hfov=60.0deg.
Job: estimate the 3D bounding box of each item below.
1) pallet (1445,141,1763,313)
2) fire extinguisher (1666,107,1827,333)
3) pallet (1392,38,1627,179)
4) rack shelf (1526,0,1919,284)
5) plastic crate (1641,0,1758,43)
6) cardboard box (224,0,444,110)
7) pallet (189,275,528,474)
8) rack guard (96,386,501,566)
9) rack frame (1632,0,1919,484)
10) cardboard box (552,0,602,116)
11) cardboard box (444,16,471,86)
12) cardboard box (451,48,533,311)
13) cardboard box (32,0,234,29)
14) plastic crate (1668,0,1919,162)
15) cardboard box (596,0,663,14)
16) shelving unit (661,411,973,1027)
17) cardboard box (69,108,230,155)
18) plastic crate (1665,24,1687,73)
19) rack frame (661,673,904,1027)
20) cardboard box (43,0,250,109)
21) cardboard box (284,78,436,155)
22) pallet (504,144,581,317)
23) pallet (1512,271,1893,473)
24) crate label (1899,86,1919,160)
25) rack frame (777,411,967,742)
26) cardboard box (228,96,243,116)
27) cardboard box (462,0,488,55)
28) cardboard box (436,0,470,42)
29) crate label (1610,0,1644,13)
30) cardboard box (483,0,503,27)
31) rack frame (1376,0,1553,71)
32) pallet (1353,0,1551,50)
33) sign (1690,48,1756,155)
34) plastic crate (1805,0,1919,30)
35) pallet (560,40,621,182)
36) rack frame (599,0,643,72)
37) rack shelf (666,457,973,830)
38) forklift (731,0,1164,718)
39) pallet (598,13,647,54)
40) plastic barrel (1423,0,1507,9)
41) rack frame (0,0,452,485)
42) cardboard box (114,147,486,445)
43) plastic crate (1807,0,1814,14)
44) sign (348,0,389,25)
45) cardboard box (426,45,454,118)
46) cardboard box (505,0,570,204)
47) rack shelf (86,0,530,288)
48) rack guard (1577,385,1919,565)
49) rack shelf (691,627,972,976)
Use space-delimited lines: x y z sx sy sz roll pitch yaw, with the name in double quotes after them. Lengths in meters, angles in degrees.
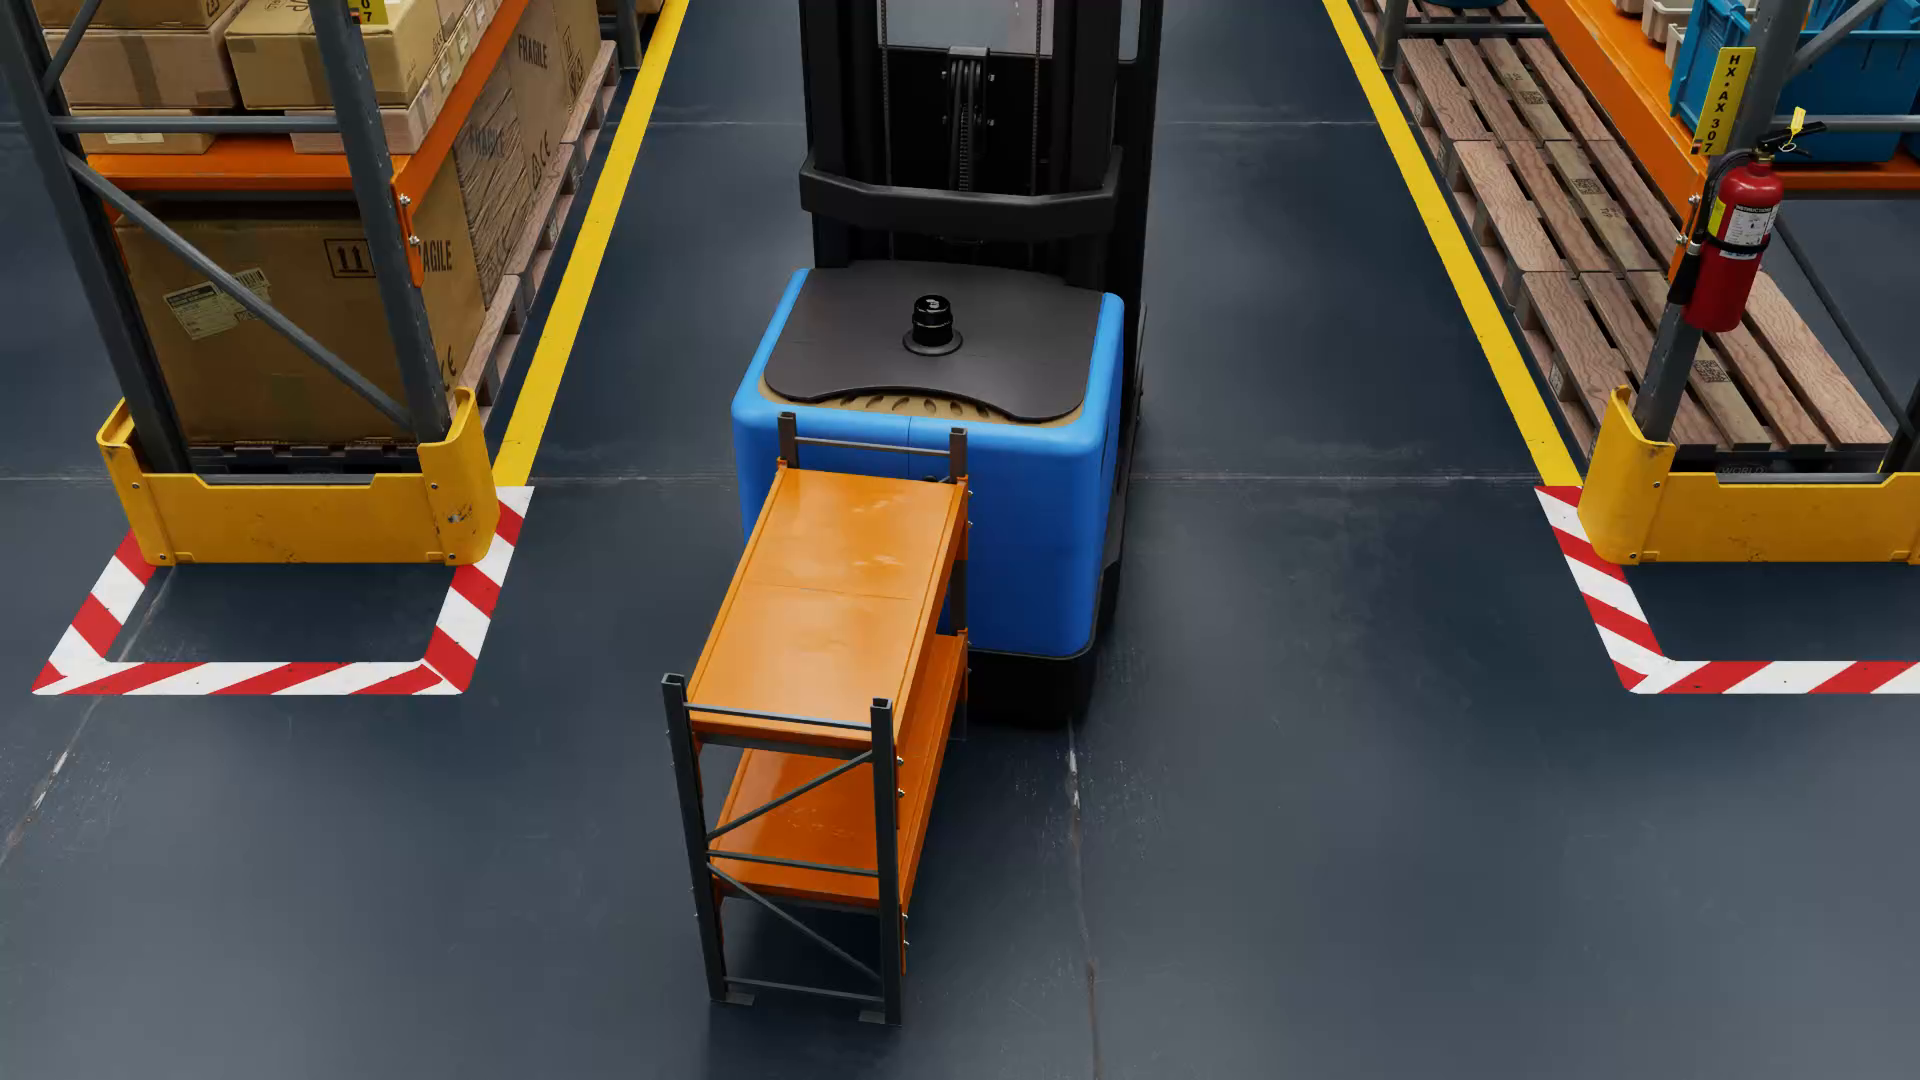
2.788 -1.398 7.326 1.003 0.211 1.213 0 39 0 "pallet"
2.295 -0.939 4.883 0.296 0.674 0.183 0 39 0 "fire extinguisher"
2.784 -2.163 8.280 1.003 0.211 1.213 0 39 0 "pallet"
2.746 -2.179 6.646 1.077 0.370 4.000 0 39 0 "rack shelf"
2.581 -1.821 5.786 0.396 0.136 0.243 0 39 0 "plastic crate"
-1.935 -1.564 5.185 0.500 0.250 0.500 -1 39 -1 "cardboard box"
-2.283 -0.618 6.352 1.003 0.211 1.213 0 39 0 "pallet"
-2.204 -0.215 5.619 1.175 0.500 0.348 0 39 0 "rack guard"
2.749 -1.209 4.860 1.000 3.000 0.127 0 39 0 "rack frame"
-2.288 -2.629 7.995 0.875 0.875 0.875 0 39 0 "cardboard box"
-1.877 -1.650 5.612 0.380 0.149 0.250 -1 39 -1 "cardboard box"
-2.286 -1.510 6.598 0.875 0.875 0.875 0 39 0 "cardboard box"
-2.468 -1.860 4.955 0.500 0.500 0.500 0 39 1 "cardboard box"
2.562 -1.456 5.092 0.616 0.435 0.499 0 39 0 "plastic crate"
-2.229 -3.442 9.010 1.225 0.875 0.875 0 39 0 "cardboard box"
-0.311 0.447 4.293 0.538 1.125 1.048 6 39 7 "shelving unit"
-2.534 -1.330 5.212 0.380 0.149 0.250 1 39 1 "cardboard box"
2.567 -1.640 5.560 0.396 0.136 0.243 0 39 0 "plastic crate"
-0.393 0.761 3.901 0.500 1.125 0.032 6 39 7 "rack frame"
-2.470 -1.566 5.188 0.500 0.250 0.500 -1 39 -1 "cardboard box"
-1.875 -1.330 5.212 0.380 0.149 0.250 0 39 0 "cardboard box"
-2.282 -1.379 7.301 1.003 0.211 1.213 0 39 0 "pallet"
2.787 -0.637 6.376 1.003 0.211 1.213 0 39 0 "pallet"
3.078 -1.322 5.087 0.416 0.233 0.303 0 39 0 "crate label"
-0.230 0.133 4.684 0.500 1.125 0.032 6 39 7 "rack frame"
-2.536 -1.493 5.415 0.380 0.149 0.250 0 39 0 "cardboard box"
-1.878 -1.814 5.815 0.380 0.149 0.250 -1 39 -1 "cardboard box"
-1.942 -1.889 5.590 0.500 0.250 0.500 0 39 -1 "cardboard box"
2.556 -1.995 6.004 0.396 0.136 0.243 0 39 0 "crate label"
-1.878 -1.973 6.014 0.380 0.149 0.250 -1 39 -1 "cardboard box"
2.744 -3.711 7.982 1.000 3.000 0.127 0 39 0 "rack frame"
2.785 -3.105 9.456 1.003 0.211 1.213 0 39 0 "pallet"
2.199 -1.262 4.796 0.100 0.325 0.005 0 39 0 "sign"
3.077 -1.734 5.601 0.416 0.233 0.300 0 39 0 "plastic crate"
-2.286 -2.143 8.256 1.003 0.211 1.213 0 39 0 "pallet"
-2.209 -3.707 7.977 1.000 3.000 0.127 0 39 0 "rack frame"
-0.311 0.219 4.110 0.538 0.278 1.000 6 39 7 "rack shelf"
0.099 -1.531 5.317 1.130 2.935 3.031 6 39 7 "forklift"
-2.285 -3.101 9.451 1.003 0.211 1.213 0 39 0 "pallet"
2.761 -3.396 8.931 0.600 0.901 0.708 0 39 0 "plastic barrel"
-2.204 -1.206 4.856 1.000 3.000 0.127 0 39 0 "rack frame"
-2.285 -0.941 5.888 0.875 0.875 0.875 0 39 0 "cardboard box"
3.159 -1.909 5.897 0.250 0.136 0.298 0 39 0 "plastic crate"
-1.649 -1.571 4.556 0.100 0.325 0.005 0 39 0 "sign"
-1.876 -1.490 5.412 0.380 0.149 0.250 -1 39 -1 "cardboard box"
-2.287 -2.066 7.293 0.875 0.875 0.875 0 39 0 "cardboard box"
-2.206 -2.176 6.642 1.077 0.370 4.000 0 39 0 "rack shelf"
2.762 -0.219 5.623 1.175 0.500 0.348 0 39 0 "rack guard"
-0.311 0.638 4.446 0.538 0.278 1.000 6 39 7 "rack shelf"
